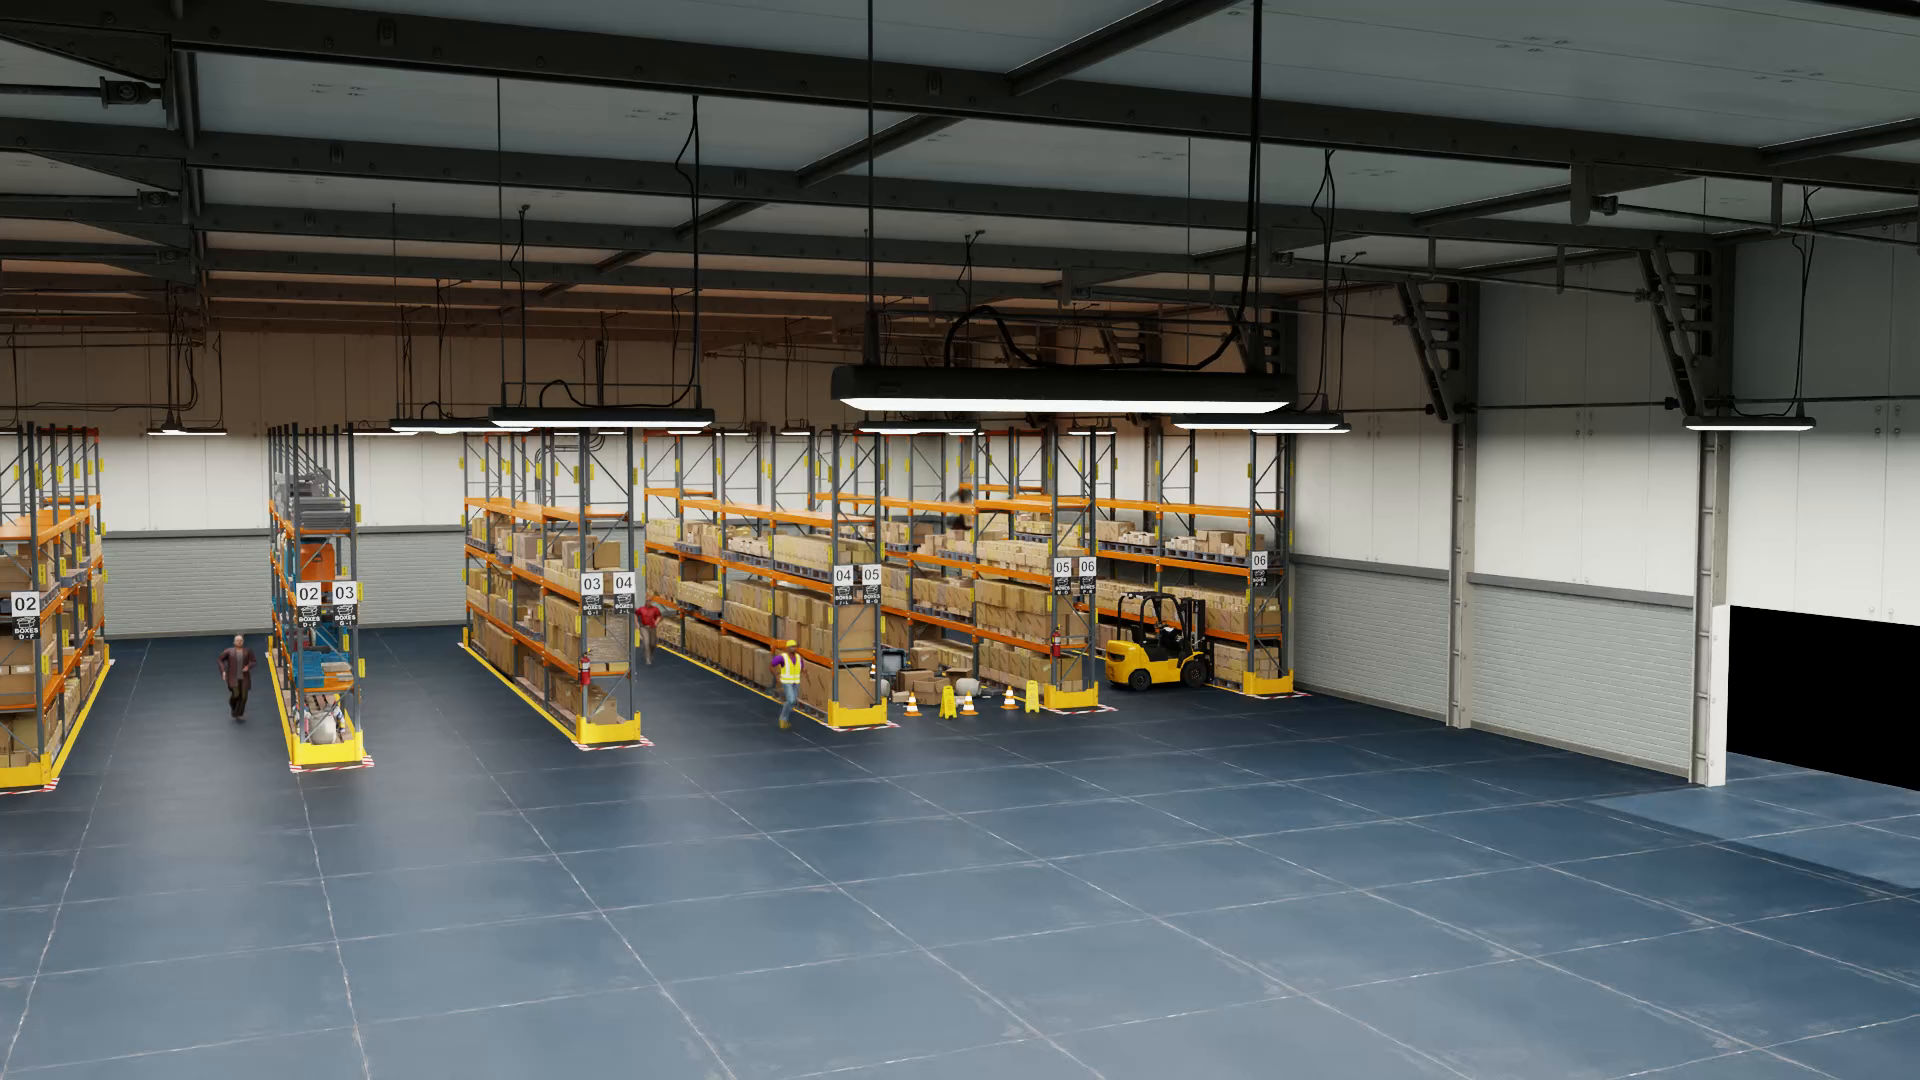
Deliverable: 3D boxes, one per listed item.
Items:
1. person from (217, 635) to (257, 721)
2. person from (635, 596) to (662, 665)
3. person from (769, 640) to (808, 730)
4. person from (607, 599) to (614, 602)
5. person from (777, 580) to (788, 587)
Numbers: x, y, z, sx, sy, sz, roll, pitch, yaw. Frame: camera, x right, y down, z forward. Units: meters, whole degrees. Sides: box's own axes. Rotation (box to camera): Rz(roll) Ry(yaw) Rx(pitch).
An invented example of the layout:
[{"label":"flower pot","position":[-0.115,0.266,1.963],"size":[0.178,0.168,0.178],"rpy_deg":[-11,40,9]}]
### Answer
[{"label":"person","position":[-14.569,2.841,33.606],"size":[0.714,1.652,0.616],"rpy_deg":[-3,4,-36]},{"label":"person","position":[-7.910,2.281,42.214],"size":[0.691,1.702,0.928],"rpy_deg":[-1,4,-19]},{"label":"person","position":[-3.344,2.857,32.847],"size":[0.692,1.773,0.702],"rpy_deg":[-3,5,-41]},{"label":"person","position":[-10.145,1.913,48.314],"size":[0.890,1.721,0.796],"rpy_deg":[-3,5,-42]},{"label":"person","position":[-5.421,1.766,50.869],"size":[0.587,1.723,0.725],"rpy_deg":[-1,4,-17]}]
